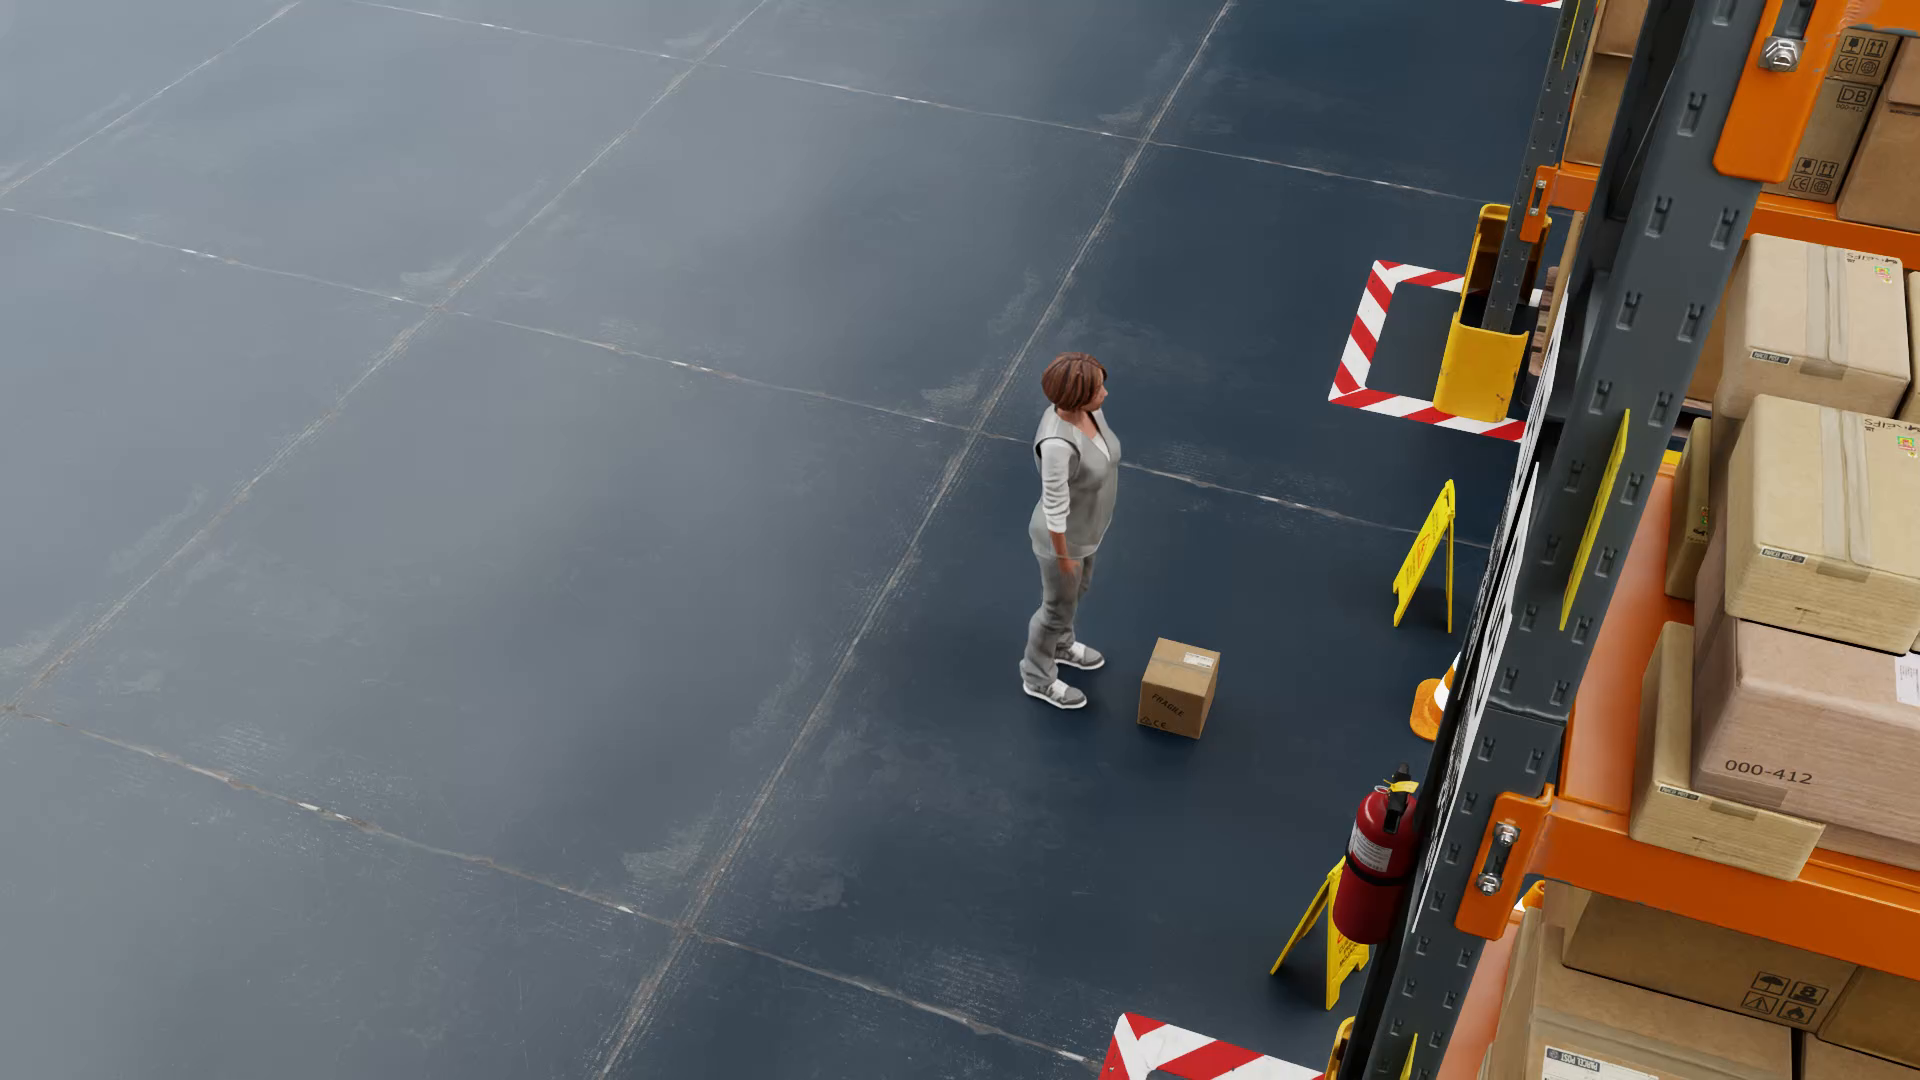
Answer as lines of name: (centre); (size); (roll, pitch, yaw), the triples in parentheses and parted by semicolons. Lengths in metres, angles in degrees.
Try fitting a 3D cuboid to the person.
person: (0.414, -0.033, 6.216); (0.308, 1.585, 0.406); (15, 44, 16)
